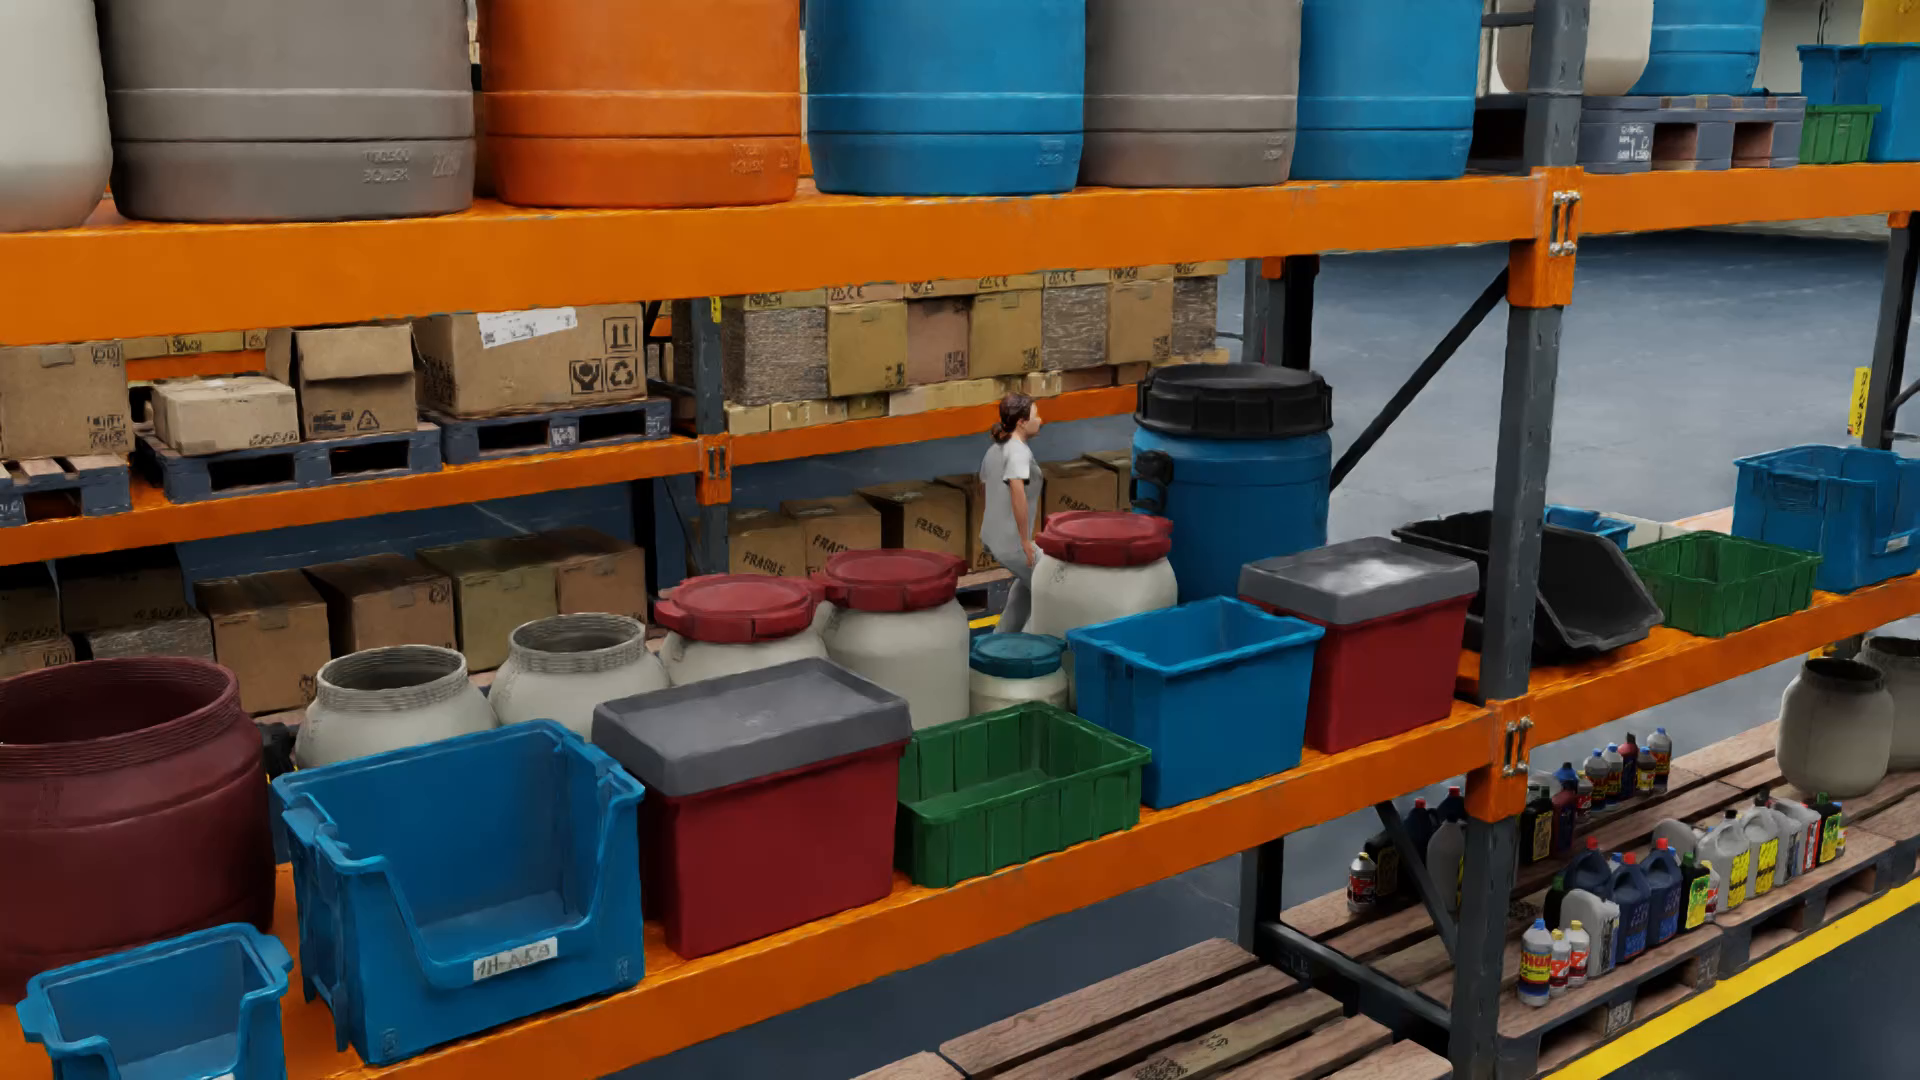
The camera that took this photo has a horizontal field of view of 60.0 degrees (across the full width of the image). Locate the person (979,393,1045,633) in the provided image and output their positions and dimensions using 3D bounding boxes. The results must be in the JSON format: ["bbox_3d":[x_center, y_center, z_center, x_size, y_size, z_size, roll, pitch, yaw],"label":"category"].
[{"bbox_3d":[0.348,-0.045,9.006,0.493,1.521,0.795,-4,15,-16],"label":"person"}]
